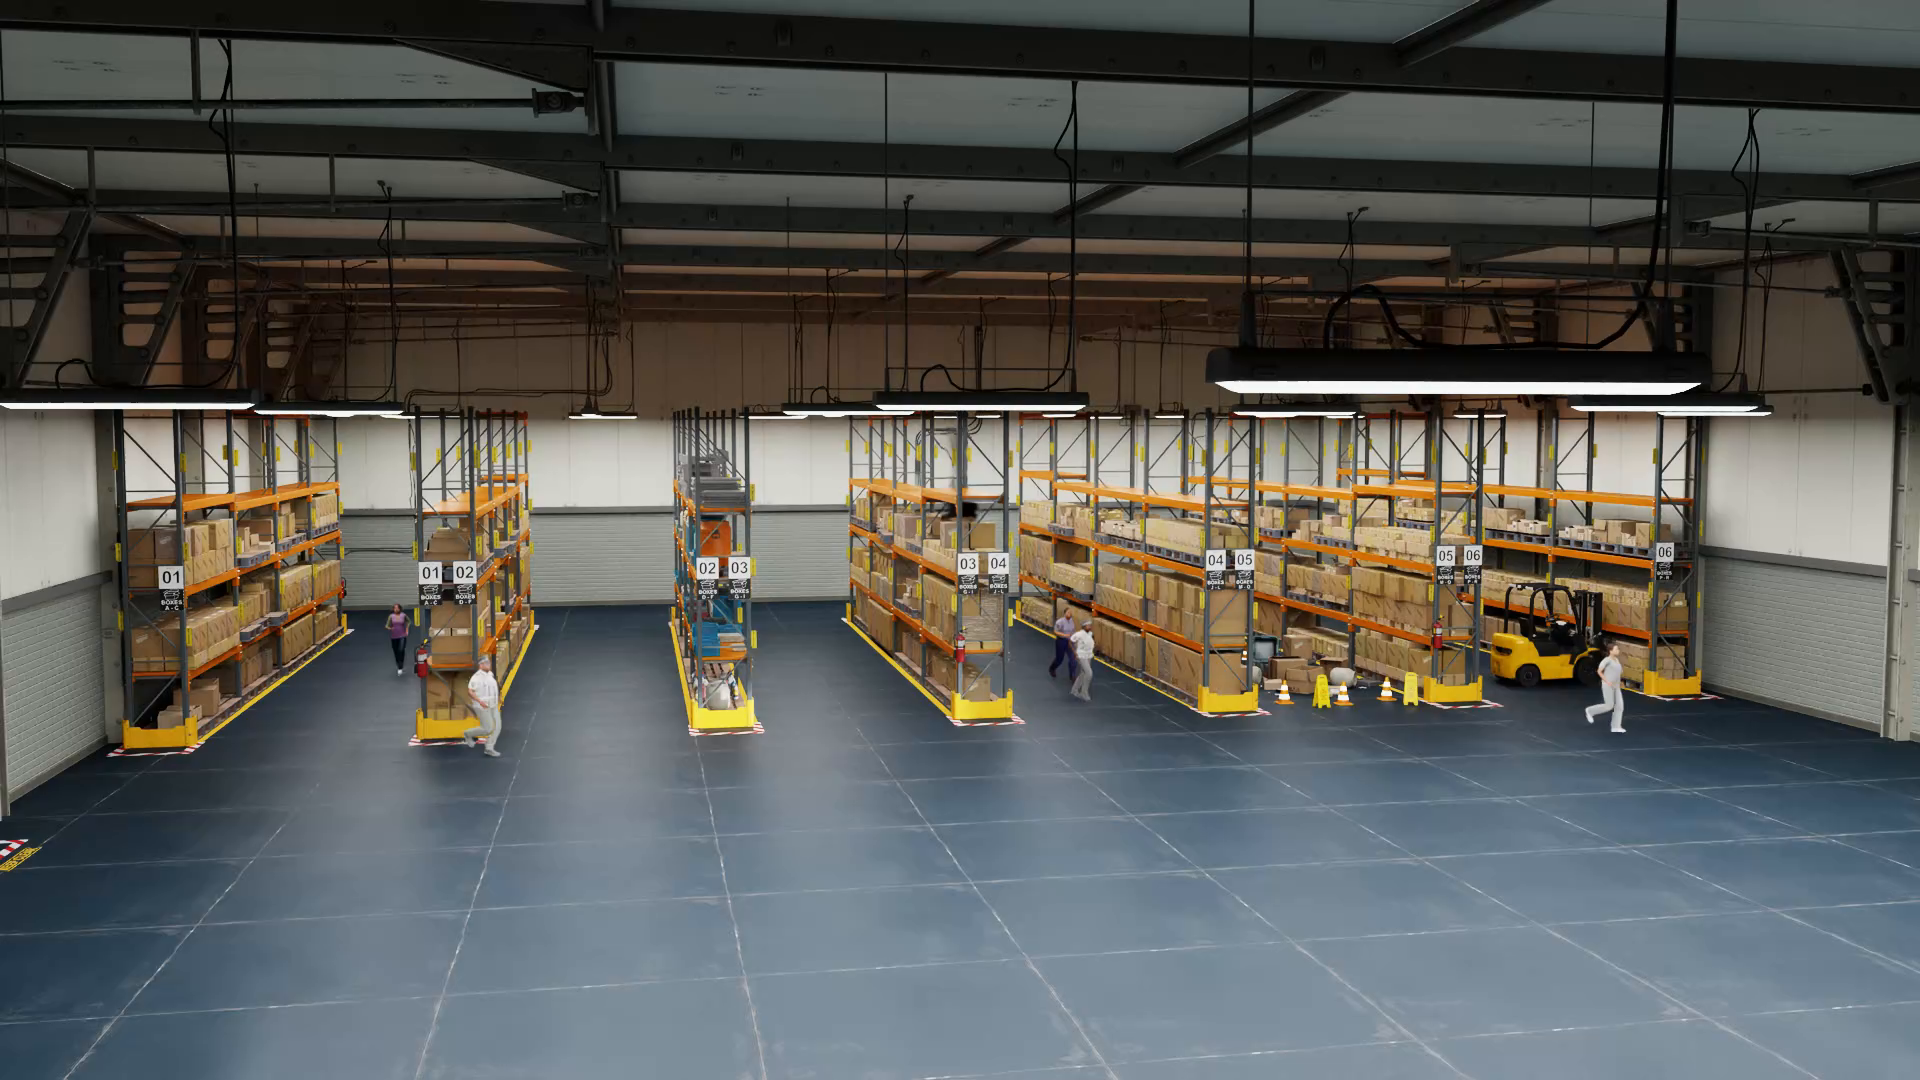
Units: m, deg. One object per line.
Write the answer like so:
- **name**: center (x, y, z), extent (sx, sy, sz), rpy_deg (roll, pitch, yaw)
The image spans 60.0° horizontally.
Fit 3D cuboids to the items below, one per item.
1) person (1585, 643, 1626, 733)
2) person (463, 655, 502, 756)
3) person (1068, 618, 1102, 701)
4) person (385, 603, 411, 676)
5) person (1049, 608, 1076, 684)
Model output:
- **person**: center (12.060, 2.725, 30.820), extent (0.609, 1.638, 0.827), rpy_deg (-3, 5, -35)
- **person**: center (-8.195, 2.835, 28.574), extent (0.655, 1.758, 0.672), rpy_deg (1, 4, 18)
- **person**: center (2.559, 2.467, 34.215), extent (0.576, 1.733, 0.776), rpy_deg (-4, 6, -45)
- **person**: center (-12.743, 2.233, 37.716), extent (0.536, 1.609, 0.875), rpy_deg (-1, 4, -14)
- **person**: center (2.290, 2.310, 36.584), extent (0.628, 1.670, 0.973), rpy_deg (-3, 5, -34)
